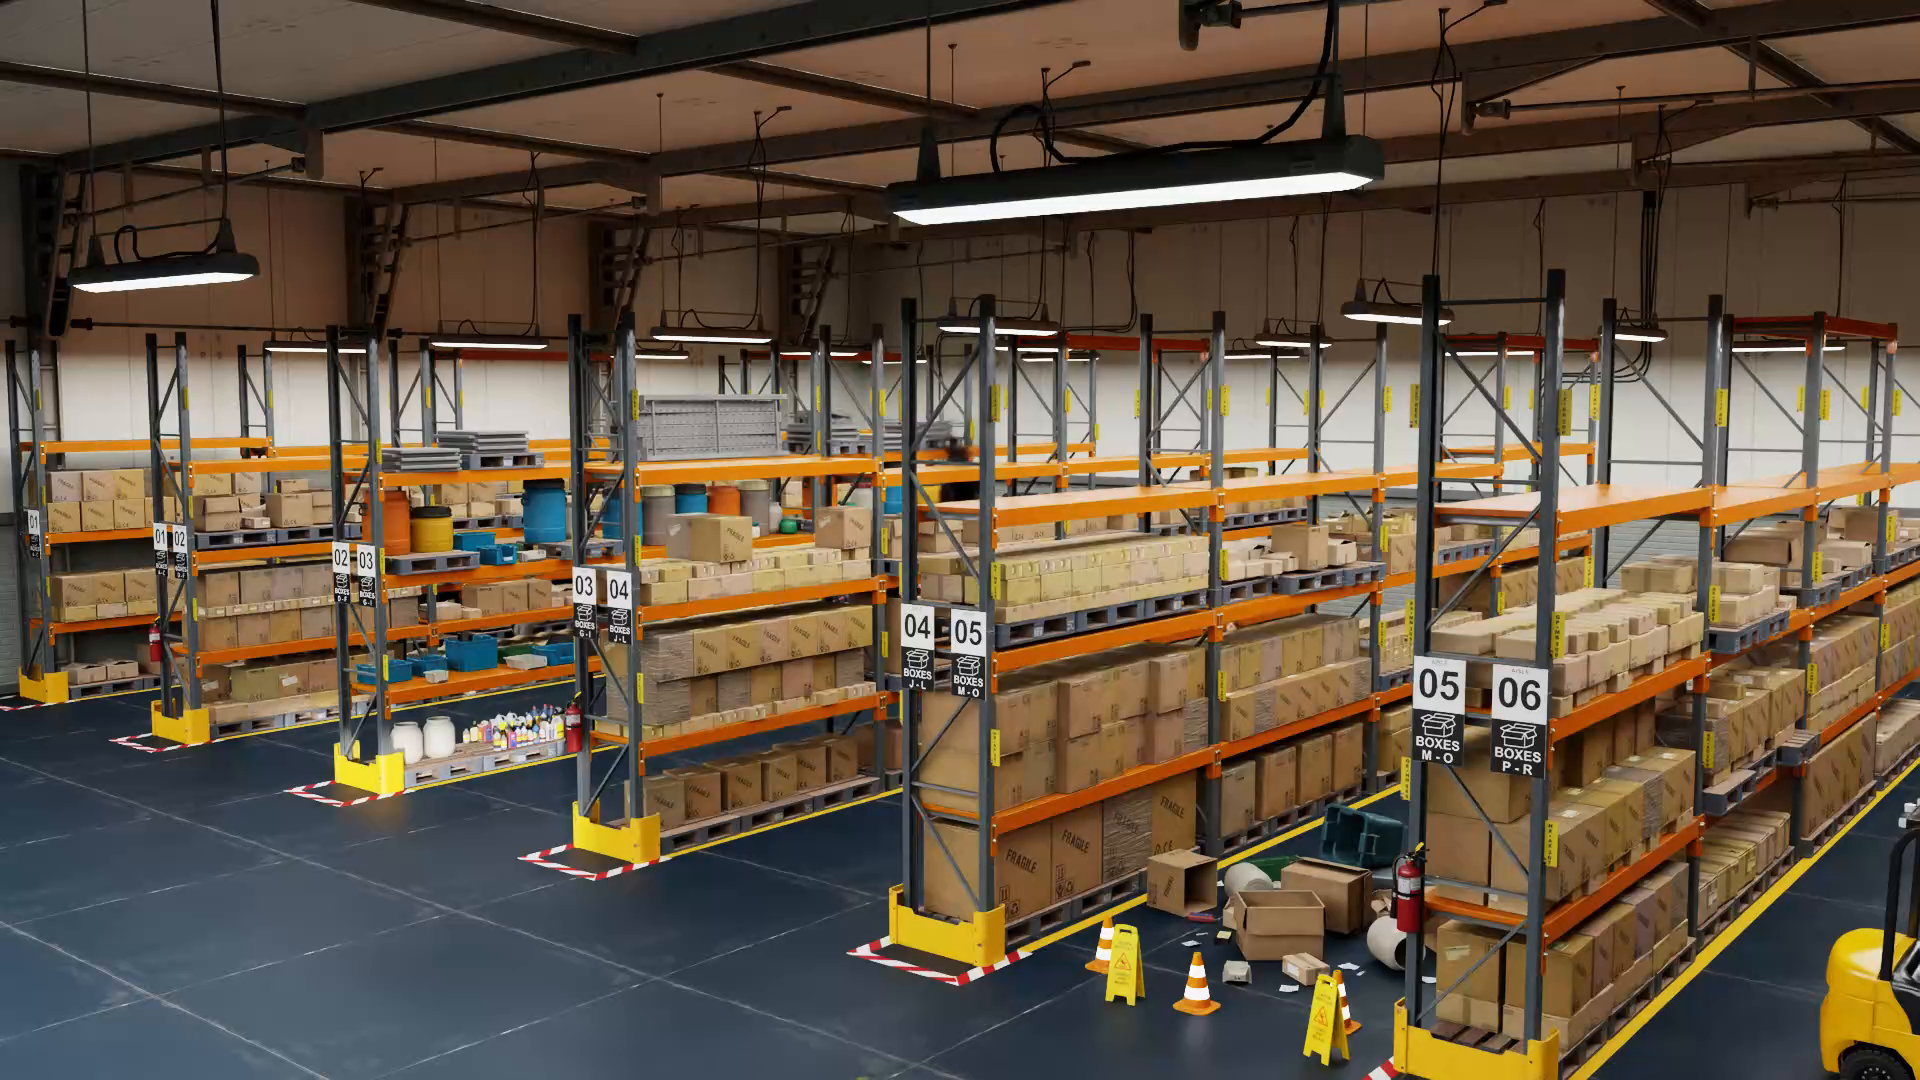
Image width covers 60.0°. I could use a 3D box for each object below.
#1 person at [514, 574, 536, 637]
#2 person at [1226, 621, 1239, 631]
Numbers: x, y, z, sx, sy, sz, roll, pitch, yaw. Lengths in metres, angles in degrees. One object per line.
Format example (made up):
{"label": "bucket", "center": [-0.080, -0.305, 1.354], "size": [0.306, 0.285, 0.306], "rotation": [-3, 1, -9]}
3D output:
{"label": "person", "center": [-8.291, 1.448, 31.681], "size": [0.655, 1.732, 0.581], "rotation": [4, 6, 35]}
{"label": "person", "center": [4.136, 2.035, 25.536], "size": [0.548, 1.671, 0.670], "rotation": [3, 6, 32]}
